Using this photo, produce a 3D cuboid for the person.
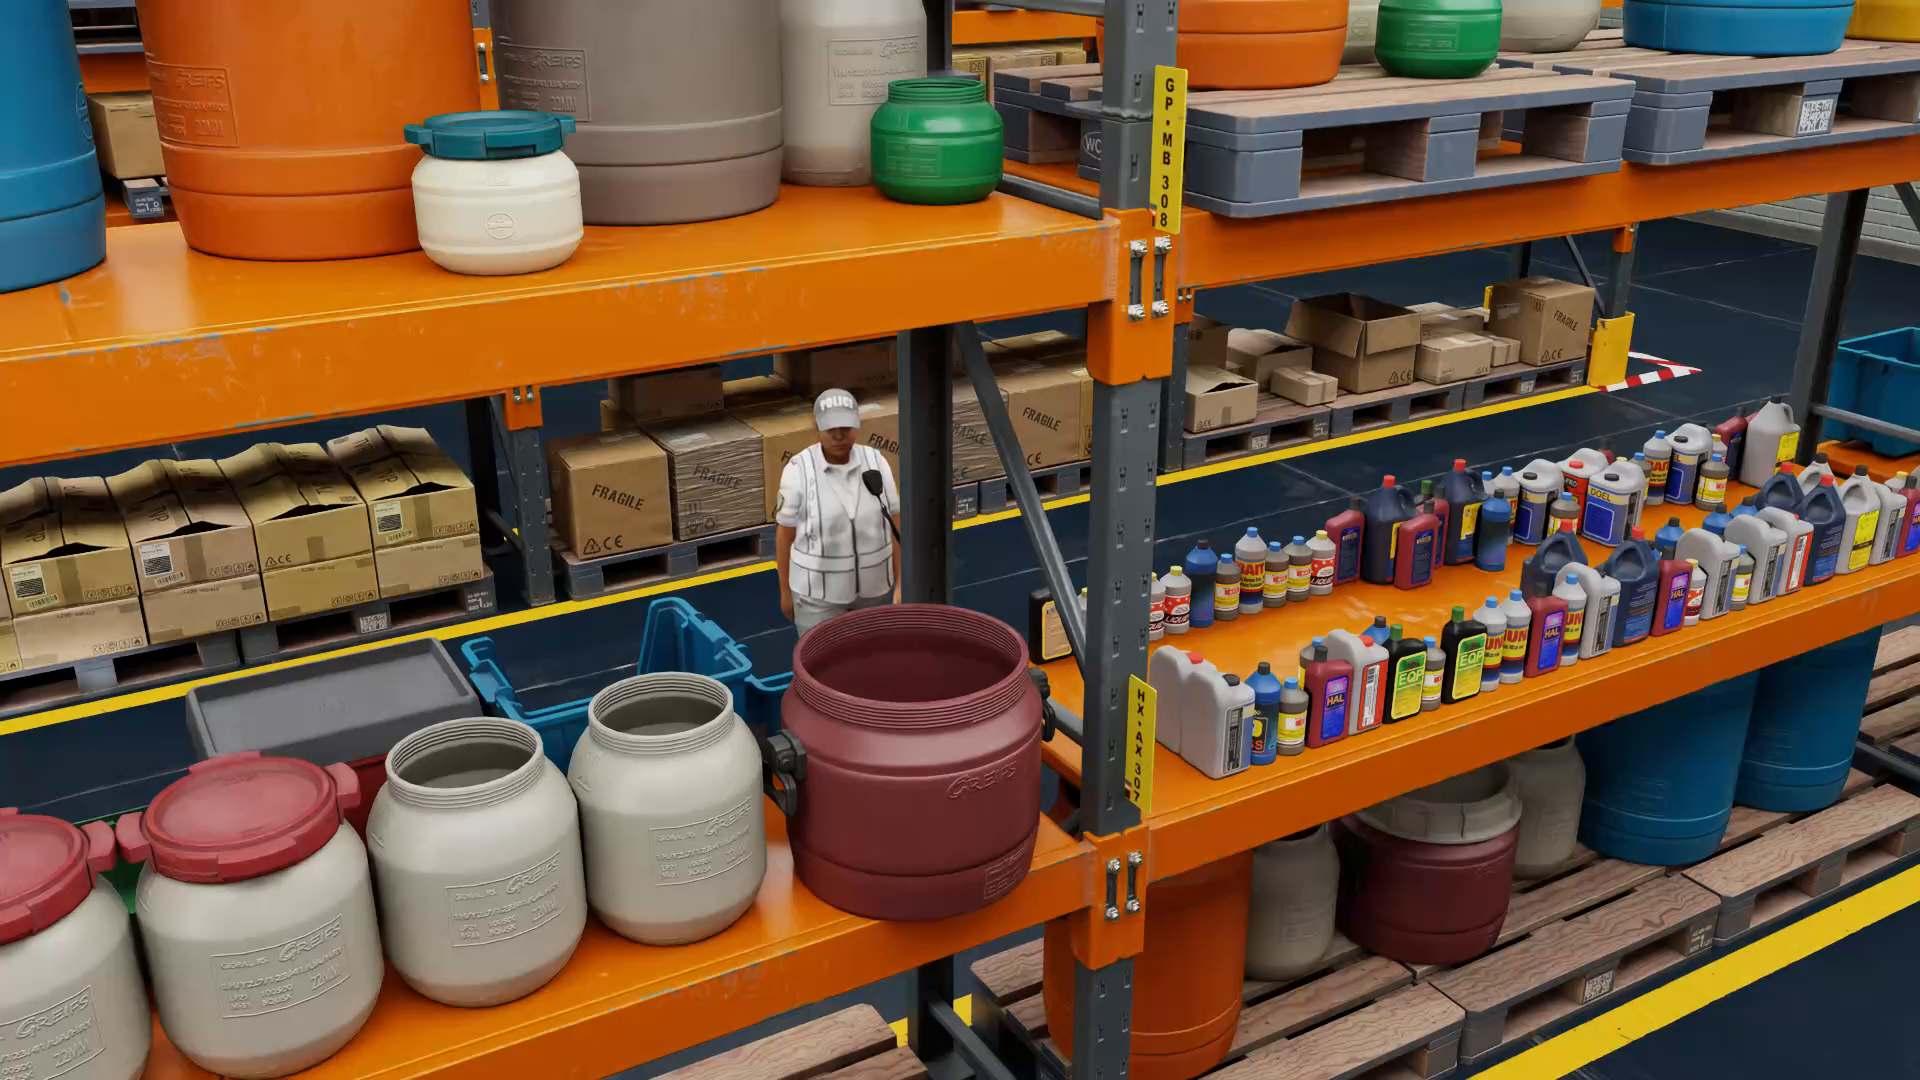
[{"bbox_3d":[-0.407,0.227,6.497,0.484,1.625,0.922,-10,24,-23],"label":"person"}]
